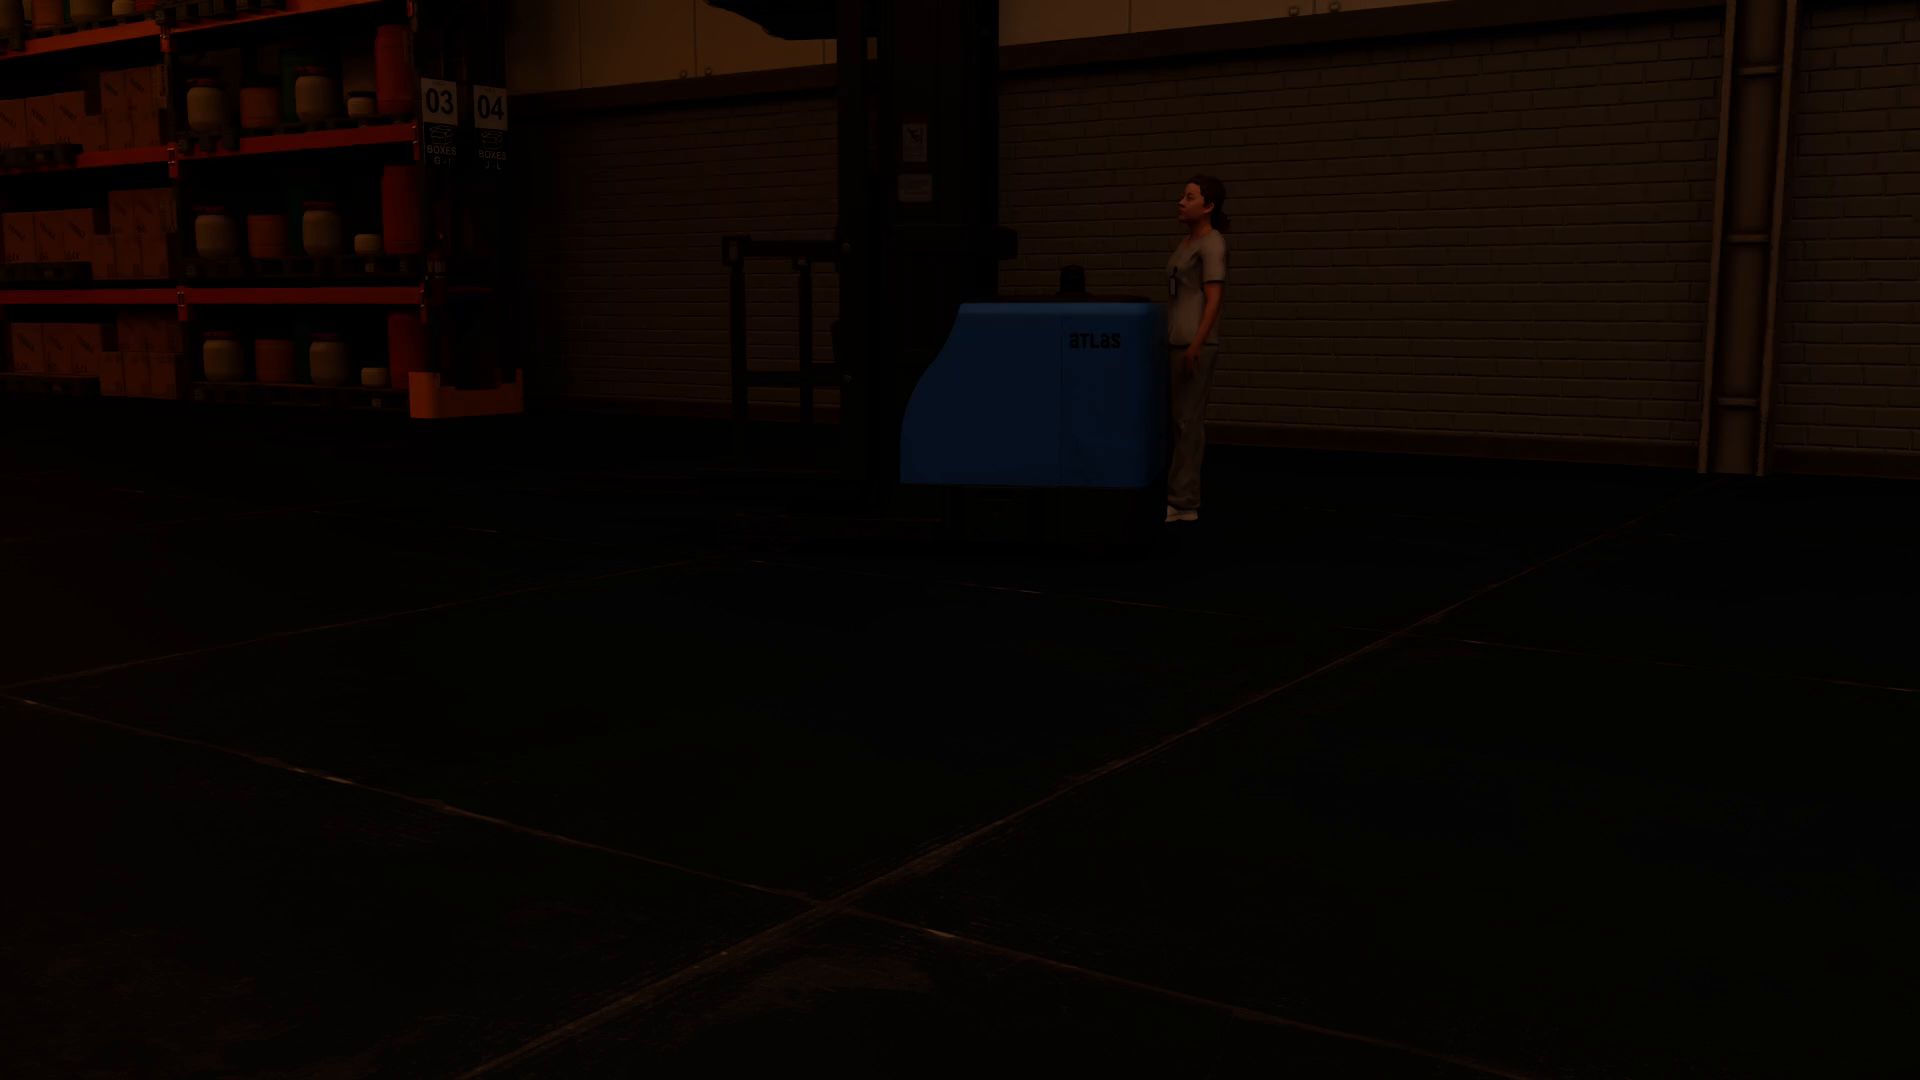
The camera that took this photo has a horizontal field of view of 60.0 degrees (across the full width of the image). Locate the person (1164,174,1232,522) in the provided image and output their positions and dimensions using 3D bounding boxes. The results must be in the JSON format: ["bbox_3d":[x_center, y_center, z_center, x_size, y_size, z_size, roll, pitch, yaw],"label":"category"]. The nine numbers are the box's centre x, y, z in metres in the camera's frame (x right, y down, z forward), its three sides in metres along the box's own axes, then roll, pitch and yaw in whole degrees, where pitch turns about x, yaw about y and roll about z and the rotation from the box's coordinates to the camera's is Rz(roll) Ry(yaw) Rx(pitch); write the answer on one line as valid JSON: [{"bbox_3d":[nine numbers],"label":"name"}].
[{"bbox_3d":[1.038,-0.923,8.091,0.549,1.676,0.549,-2,8,-12],"label":"person"}]

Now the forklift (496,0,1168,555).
[{"bbox_3d":[-0.596,-1.469,7.520,3.031,2.935,1.130,2,8,12],"label":"forklift"}]
